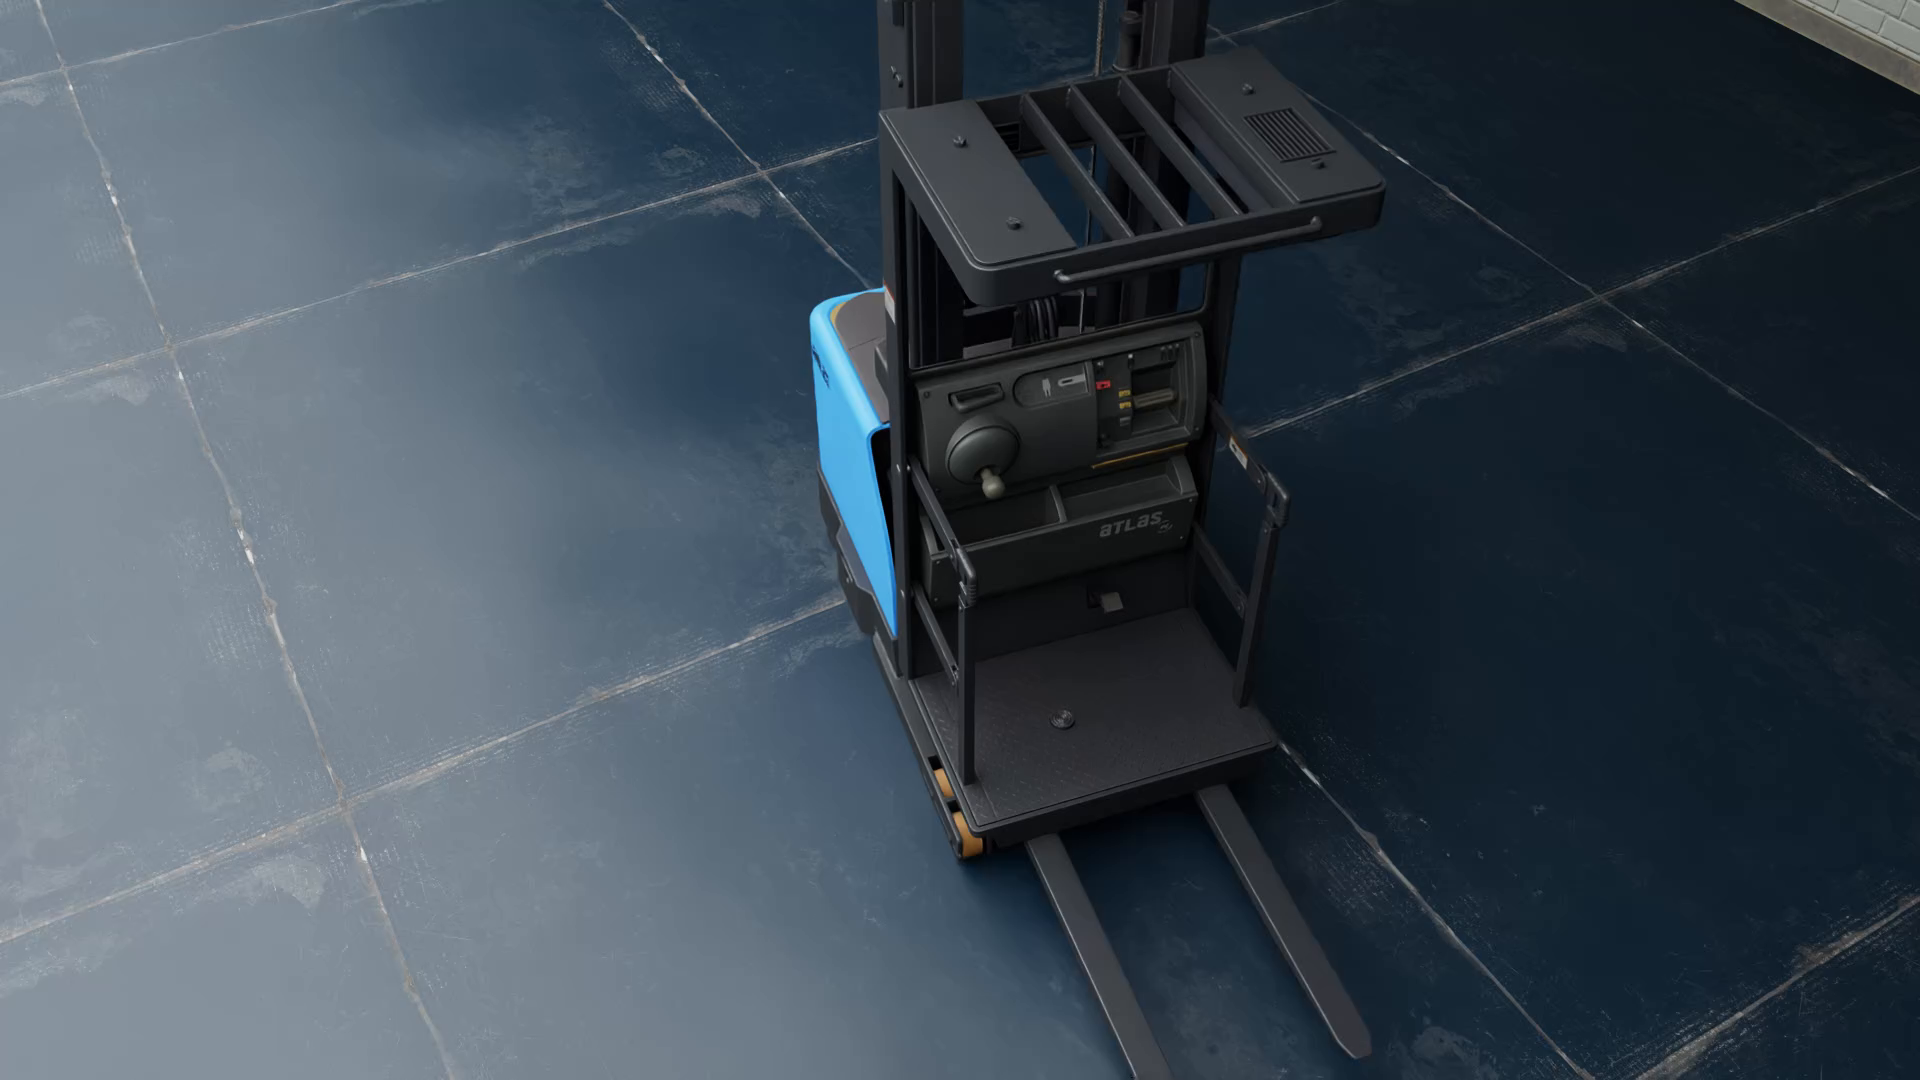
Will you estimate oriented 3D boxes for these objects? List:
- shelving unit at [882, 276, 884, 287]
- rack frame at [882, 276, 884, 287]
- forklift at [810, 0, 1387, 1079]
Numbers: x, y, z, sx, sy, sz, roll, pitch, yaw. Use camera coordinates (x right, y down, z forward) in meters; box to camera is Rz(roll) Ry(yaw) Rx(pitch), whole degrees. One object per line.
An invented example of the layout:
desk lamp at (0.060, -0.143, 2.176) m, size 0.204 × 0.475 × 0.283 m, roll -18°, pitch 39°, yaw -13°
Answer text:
shelving unit at (-0.164, -0.660, 6.784) m, size 0.210 × 0.900 × 0.258 m, roll -15°, pitch 46°, yaw -15°
rack frame at (-0.260, -0.636, 6.759) m, size 0.006 × 0.900 × 0.240 m, roll -15°, pitch 46°, yaw -15°
forklift at (0.398, -0.302, 4.957) m, size 1.130 × 2.935 × 3.031 m, roll -14°, pitch 46°, yaw -14°
